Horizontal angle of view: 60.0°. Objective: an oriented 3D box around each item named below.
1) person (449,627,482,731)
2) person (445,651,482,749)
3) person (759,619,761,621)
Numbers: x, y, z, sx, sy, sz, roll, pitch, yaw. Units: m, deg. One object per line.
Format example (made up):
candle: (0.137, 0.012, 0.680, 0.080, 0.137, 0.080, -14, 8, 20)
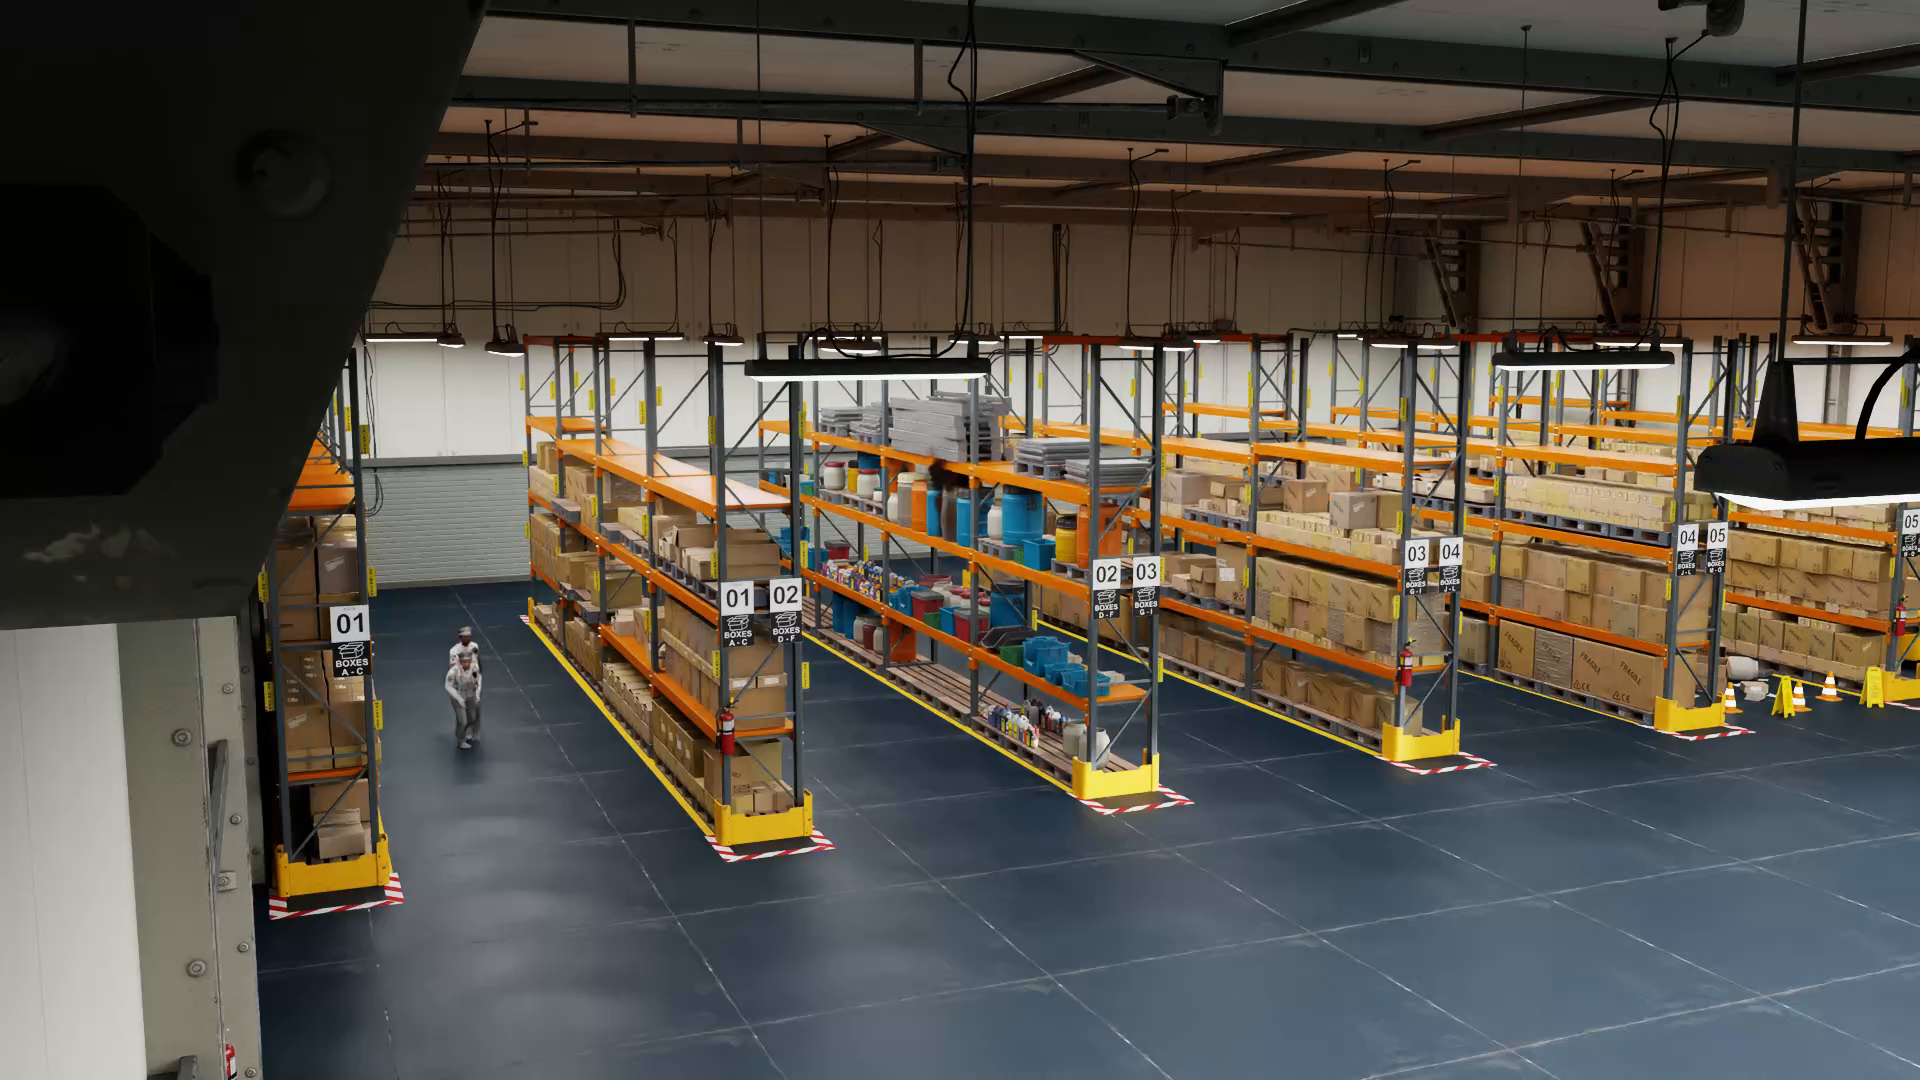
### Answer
person: (-7.506, 2.070, 25.192, 0.491, 1.571, 0.687, -4, 9, -29)
person: (-7.344, 2.330, 24.526, 0.833, 1.515, 0.599, 7, 10, 42)
person: (-3.733, 1.555, 29.753, 0.545, 1.688, 0.691, -5, 9, -31)
